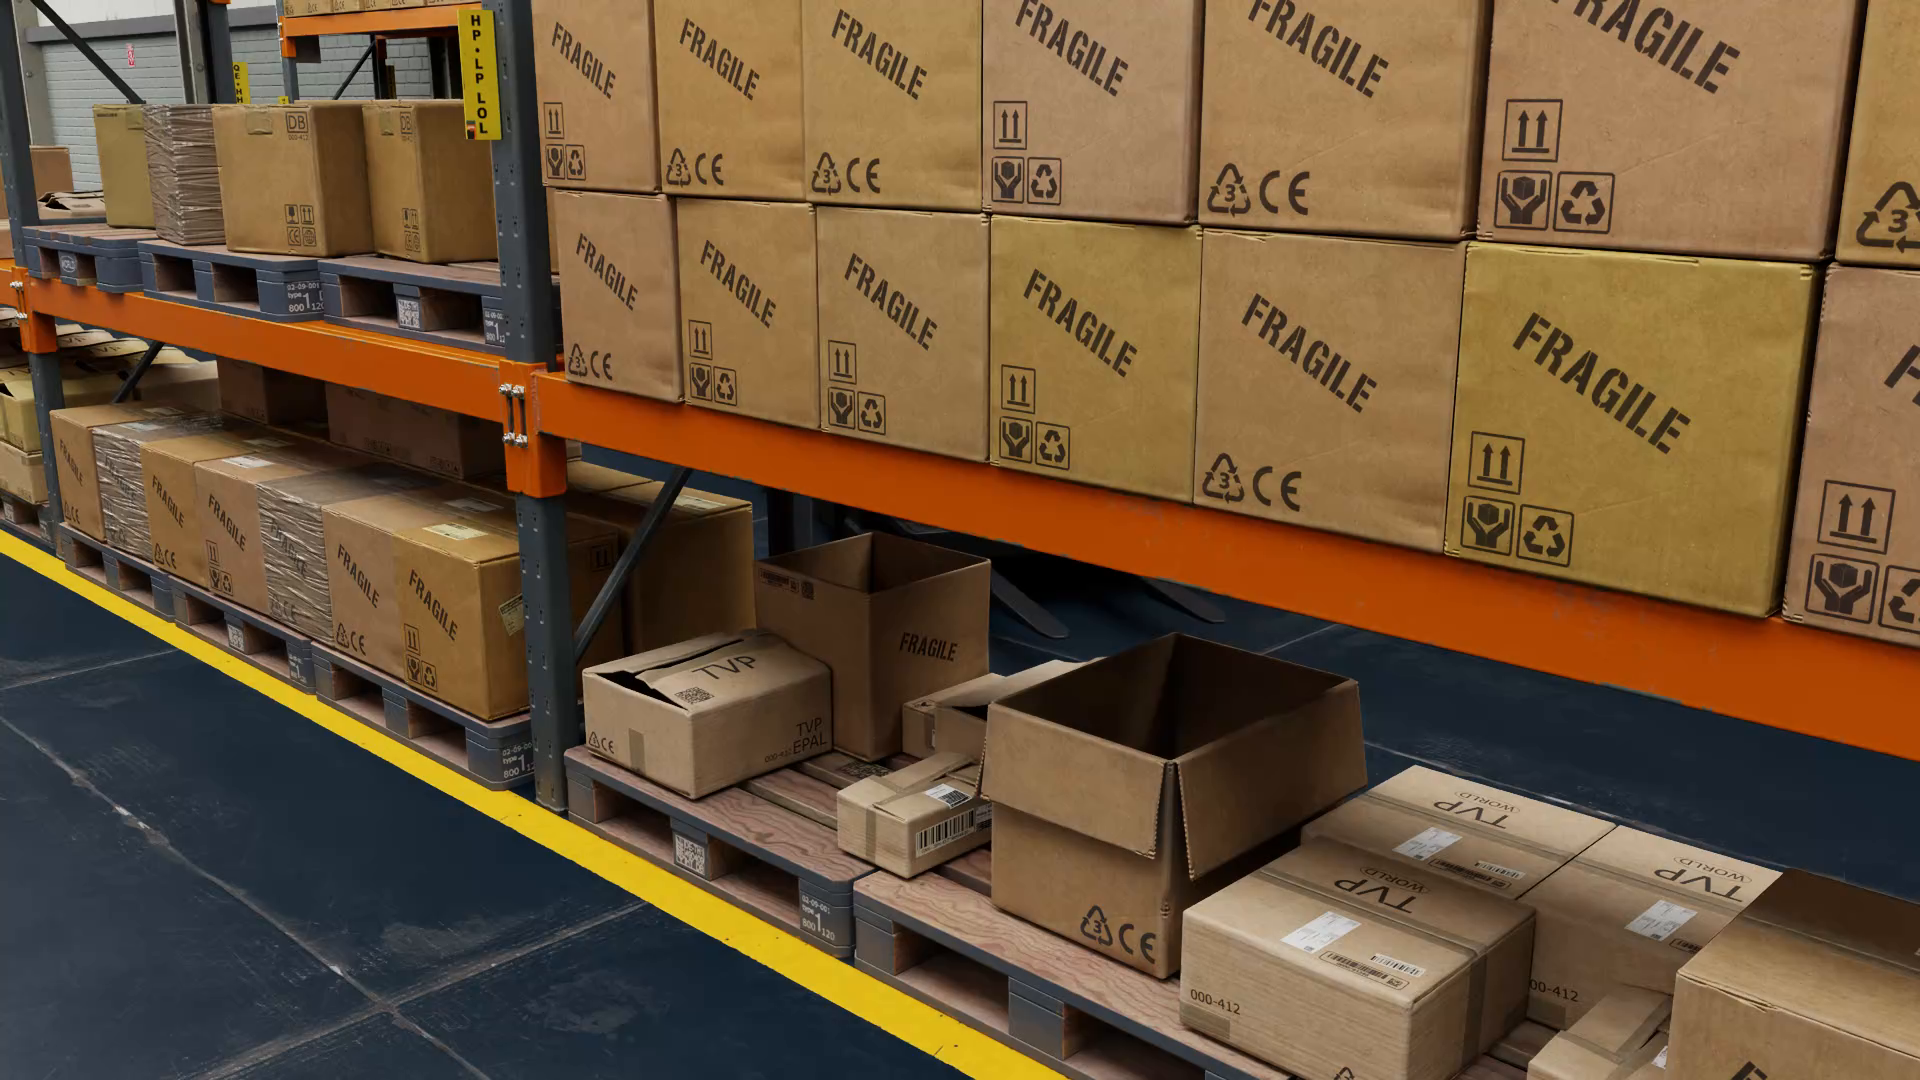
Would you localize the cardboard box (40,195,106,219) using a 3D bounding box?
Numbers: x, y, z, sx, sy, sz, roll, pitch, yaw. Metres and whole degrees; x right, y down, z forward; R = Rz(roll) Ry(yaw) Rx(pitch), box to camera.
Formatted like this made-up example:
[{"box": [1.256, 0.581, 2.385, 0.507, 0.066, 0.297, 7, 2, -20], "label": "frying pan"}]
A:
[{"box": [-3.976, -1.477, 7.828, 0.500, 0.311, 0.500, -13, 19, -41], "label": "cardboard box"}]

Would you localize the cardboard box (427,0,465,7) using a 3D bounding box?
[{"box": [-4.079, -4.692, 13.804, 0.500, 0.500, 0.500, 12, 19, 38], "label": "cardboard box"}]

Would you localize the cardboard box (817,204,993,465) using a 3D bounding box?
[{"box": [0.042, -0.481, 3.631, 0.500, 0.500, 0.500, 14, 20, 42], "label": "cardboard box"}]

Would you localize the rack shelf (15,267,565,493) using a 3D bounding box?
[{"box": [-2.305, -0.750, 6.289, 4.000, 0.370, 1.077, 14, 20, 42], "label": "rack shelf"}]

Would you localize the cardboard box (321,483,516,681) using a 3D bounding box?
[{"box": [-1.770, 0.126, 5.584, 0.500, 0.500, 0.500, 14, 20, 42], "label": "cardboard box"}]

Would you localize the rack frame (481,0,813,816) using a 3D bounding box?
[{"box": [-0.865, -0.748, 4.855, 0.127, 3.000, 1.000, 14, 20, 42], "label": "rack frame"}]

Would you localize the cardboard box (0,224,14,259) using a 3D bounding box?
[{"box": [-4.584, -1.434, 7.985, 0.250, 0.149, 0.380, 14, 20, 42], "label": "cardboard box"}]

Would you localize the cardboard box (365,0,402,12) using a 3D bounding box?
[{"box": [-4.862, -4.873, 14.500, 0.500, 0.500, 0.500, -13, 19, -41], "label": "cardboard box"}]

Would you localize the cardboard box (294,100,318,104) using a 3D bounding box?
[{"box": [-5.933, -3.910, 15.760, 0.500, 0.500, 0.500, 14, 20, 42], "label": "cardboard box"}]

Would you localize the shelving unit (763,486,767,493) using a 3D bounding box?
[{"box": [-0.740, -1.271, 8.641, 0.503, 2.100, 0.431, 12, 19, 38], "label": "shelving unit"}]

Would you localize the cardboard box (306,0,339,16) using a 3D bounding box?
[{"box": [-5.639, -5.053, 15.191, 0.500, 0.500, 0.500, -13, 19, -41], "label": "cardboard box"}]

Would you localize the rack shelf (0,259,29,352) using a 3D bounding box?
[{"box": [-5.185, -1.450, 8.976, 4.000, 0.370, 1.077, 14, 20, 42], "label": "rack shelf"}]

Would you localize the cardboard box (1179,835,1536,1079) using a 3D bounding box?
[{"box": [0.789, 0.847, 3.312, 0.500, 0.250, 0.500, 14, 20, 42], "label": "cardboard box"}]

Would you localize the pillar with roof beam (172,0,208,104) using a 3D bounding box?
[{"box": [-12.271, -6.954, 16.776, 0.400, 9.000, 9.100, 14, 20, 42], "label": "pillar with roof beam"}]

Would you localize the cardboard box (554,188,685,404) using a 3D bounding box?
[{"box": [-0.688, -0.658, 4.310, 0.500, 0.500, 0.500, -14, 20, -43], "label": "cardboard box"}]

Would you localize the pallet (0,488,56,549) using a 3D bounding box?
[{"box": [-4.310, -0.250, 8.473, 1.213, 0.211, 1.003, 14, 20, 42], "label": "pallet"}]

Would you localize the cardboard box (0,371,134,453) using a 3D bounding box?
[{"box": [-4.293, -0.639, 7.945, 0.500, 0.311, 0.500, -14, 20, -43], "label": "cardboard box"}]

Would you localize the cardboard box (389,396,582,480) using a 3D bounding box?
[{"box": [-1.764, -0.418, 6.186, 0.500, 0.250, 0.500, 14, 20, 42], "label": "cardboard box"}]

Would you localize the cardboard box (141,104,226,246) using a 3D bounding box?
[{"box": [-2.687, -1.415, 6.384, 0.700, 0.500, 0.500, -10, 18, -34], "label": "cardboard box"}]

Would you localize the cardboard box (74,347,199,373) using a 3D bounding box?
[{"box": [-4.302, -0.828, 8.668, 0.500, 0.311, 0.500, 13, 19, 41], "label": "cardboard box"}]

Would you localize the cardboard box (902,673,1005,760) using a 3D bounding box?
[{"box": [0.053, 0.521, 4.764, 0.250, 0.149, 0.380, 14, 20, 42], "label": "cardboard box"}]

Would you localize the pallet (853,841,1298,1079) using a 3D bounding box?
[{"box": [0.511, 0.935, 3.925, 1.213, 0.211, 1.003, 14, 20, 42], "label": "pallet"}]

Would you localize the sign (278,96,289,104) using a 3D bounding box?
[{"box": [-6.445, -4.069, 15.881, 0.005, 0.325, 0.100, 14, 20, 42], "label": "sign"}]

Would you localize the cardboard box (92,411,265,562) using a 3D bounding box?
[{"box": [-3.235, -0.230, 6.949, 0.500, 0.500, 0.500, 13, 19, 40], "label": "cardboard box"}]

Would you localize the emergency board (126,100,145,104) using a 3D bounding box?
[{"box": [-11.036, -5.272, 22.217, 0.643, 1.169, 0.194, 14, 20, 42], "label": "emergency board"}]

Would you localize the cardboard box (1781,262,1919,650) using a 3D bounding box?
[{"box": [1.503, -0.126, 2.267, 0.500, 0.500, 0.500, -14, 20, -42], "label": "cardboard box"}]

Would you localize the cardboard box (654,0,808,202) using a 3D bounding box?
[{"box": [-0.350, -1.057, 3.858, 0.500, 0.500, 0.500, 13, 19, 40], "label": "cardboard box"}]

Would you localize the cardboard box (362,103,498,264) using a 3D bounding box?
[{"box": [-1.590, -1.232, 5.681, 0.700, 0.500, 0.500, -11, 18, -35], "label": "cardboard box"}]

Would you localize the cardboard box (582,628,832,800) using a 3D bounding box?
[{"box": [-0.713, 0.453, 4.706, 0.500, 0.311, 0.500, 14, 20, 42], "label": "cardboard box"}]

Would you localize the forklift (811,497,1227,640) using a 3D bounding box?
[{"box": [0.176, -1.252, 6.925, 1.130, 2.935, 3.031, -5, 15, -17], "label": "forklift"}]

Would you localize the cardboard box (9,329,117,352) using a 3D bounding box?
[{"box": [-5.038, -1.007, 9.357, 0.500, 0.311, 0.500, 13, 20, 42], "label": "cardboard box"}]

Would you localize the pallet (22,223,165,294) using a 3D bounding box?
[{"box": [-3.208, -1.250, 7.159, 1.003, 0.211, 1.213, 14, 20, 42], "label": "pallet"}]

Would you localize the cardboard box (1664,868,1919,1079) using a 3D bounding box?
[{"box": [1.452, 0.898, 2.622, 0.500, 0.500, 0.500, 14, 20, 42], "label": "cardboard box"}]

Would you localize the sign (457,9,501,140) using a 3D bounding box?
[{"box": [-1.248, -1.207, 4.320, 0.005, 0.325, 0.100, 14, 20, 42], "label": "sign"}]

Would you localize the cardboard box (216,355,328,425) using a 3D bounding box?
[{"box": [-2.865, -0.684, 7.207, 0.500, 0.250, 0.500, -14, 20, -42], "label": "cardboard box"}]

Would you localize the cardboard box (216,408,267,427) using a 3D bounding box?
[{"box": [-2.909, -0.331, 7.337, 0.500, 0.500, 0.500, -14, 20, -42], "label": "cardboard box"}]

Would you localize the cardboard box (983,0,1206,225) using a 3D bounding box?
[{"box": [0.392, -0.877, 3.166, 0.500, 0.500, 0.500, -14, 20, -42], "label": "cardboard box"}]

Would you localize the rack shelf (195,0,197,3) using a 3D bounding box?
[{"box": [-5.185, -2.902, 8.598, 4.000, 0.370, 1.077, 14, 20, 42], "label": "rack shelf"}]

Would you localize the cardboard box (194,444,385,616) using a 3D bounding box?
[{"box": [-2.498, -0.050, 6.262, 0.500, 0.500, 0.500, 13, 19, 40], "label": "cardboard box"}]

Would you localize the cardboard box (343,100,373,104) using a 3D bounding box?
[{"box": [-5.217, -3.730, 15.070, 0.500, 0.500, 0.500, 13, 19, 40], "label": "cardboard box"}]

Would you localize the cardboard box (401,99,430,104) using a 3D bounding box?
[{"box": [-4.462, -3.551, 14.383, 0.500, 0.500, 0.500, 13, 19, 41], "label": "cardboard box"}]

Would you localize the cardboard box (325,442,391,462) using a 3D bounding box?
[{"box": [-2.154, -0.149, 6.641, 0.500, 0.500, 0.500, 13, 19, 40], "label": "cardboard box"}]

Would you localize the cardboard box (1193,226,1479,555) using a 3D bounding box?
[{"box": [0.772, -0.304, 2.952, 0.500, 0.500, 0.500, 14, 20, 43], "label": "cardboard box"}]

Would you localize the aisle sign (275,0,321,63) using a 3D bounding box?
[{"box": [-6.328, -4.964, 15.880, 0.004, 0.787, 0.394, 14, 20, 42], "label": "aisle sign"}]

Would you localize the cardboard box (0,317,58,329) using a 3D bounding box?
[{"box": [-5.755, -1.184, 10.034, 0.500, 0.311, 0.500, -14, 20, -43], "label": "cardboard box"}]

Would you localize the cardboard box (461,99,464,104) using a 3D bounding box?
[{"box": [-3.744, -3.375, 13.706, 0.500, 0.500, 0.500, 14, 20, 42], "label": "cardboard box"}]

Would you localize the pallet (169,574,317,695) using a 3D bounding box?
[{"box": [-2.360, 0.252, 6.546, 1.213, 0.211, 1.003, 14, 20, 42], "label": "pallet"}]

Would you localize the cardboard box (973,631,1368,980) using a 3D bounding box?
[{"box": [0.491, 0.575, 3.856, 0.637, 0.503, 0.797, 14, 20, 42], "label": "cardboard box"}]

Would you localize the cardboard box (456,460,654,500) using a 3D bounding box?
[{"box": [-1.436, 0.028, 5.960, 0.500, 0.500, 0.500, 14, 20, 43], "label": "cardboard box"}]

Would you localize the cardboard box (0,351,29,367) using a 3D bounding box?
[{"box": [-5.033, -0.818, 8.631, 0.500, 0.311, 0.500, 13, 20, 42], "label": "cardboard box"}]

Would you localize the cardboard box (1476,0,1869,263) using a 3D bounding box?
[{"box": [1.139, -0.697, 2.476, 0.500, 0.500, 0.500, -14, 20, -43], "label": "cardboard box"}]

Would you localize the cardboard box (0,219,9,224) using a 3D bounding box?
[{"box": [-4.702, -1.540, 8.391, 0.380, 0.149, 0.250, -13, 19, -40], "label": "cardboard box"}]

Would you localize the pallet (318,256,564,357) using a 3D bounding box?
[{"box": [-1.365, -0.815, 5.492, 1.213, 0.211, 1.003, 14, 20, 42], "label": "pallet"}]

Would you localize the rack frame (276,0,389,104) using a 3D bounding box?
[{"box": [-6.068, -3.748, 16.368, 0.127, 3.000, 1.000, 14, 20, 42], "label": "rack frame"}]

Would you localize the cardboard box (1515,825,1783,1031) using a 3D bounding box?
[{"box": [1.460, 0.835, 3.358, 0.500, 0.250, 0.500, 14, 20, 42], "label": "cardboard box"}]
